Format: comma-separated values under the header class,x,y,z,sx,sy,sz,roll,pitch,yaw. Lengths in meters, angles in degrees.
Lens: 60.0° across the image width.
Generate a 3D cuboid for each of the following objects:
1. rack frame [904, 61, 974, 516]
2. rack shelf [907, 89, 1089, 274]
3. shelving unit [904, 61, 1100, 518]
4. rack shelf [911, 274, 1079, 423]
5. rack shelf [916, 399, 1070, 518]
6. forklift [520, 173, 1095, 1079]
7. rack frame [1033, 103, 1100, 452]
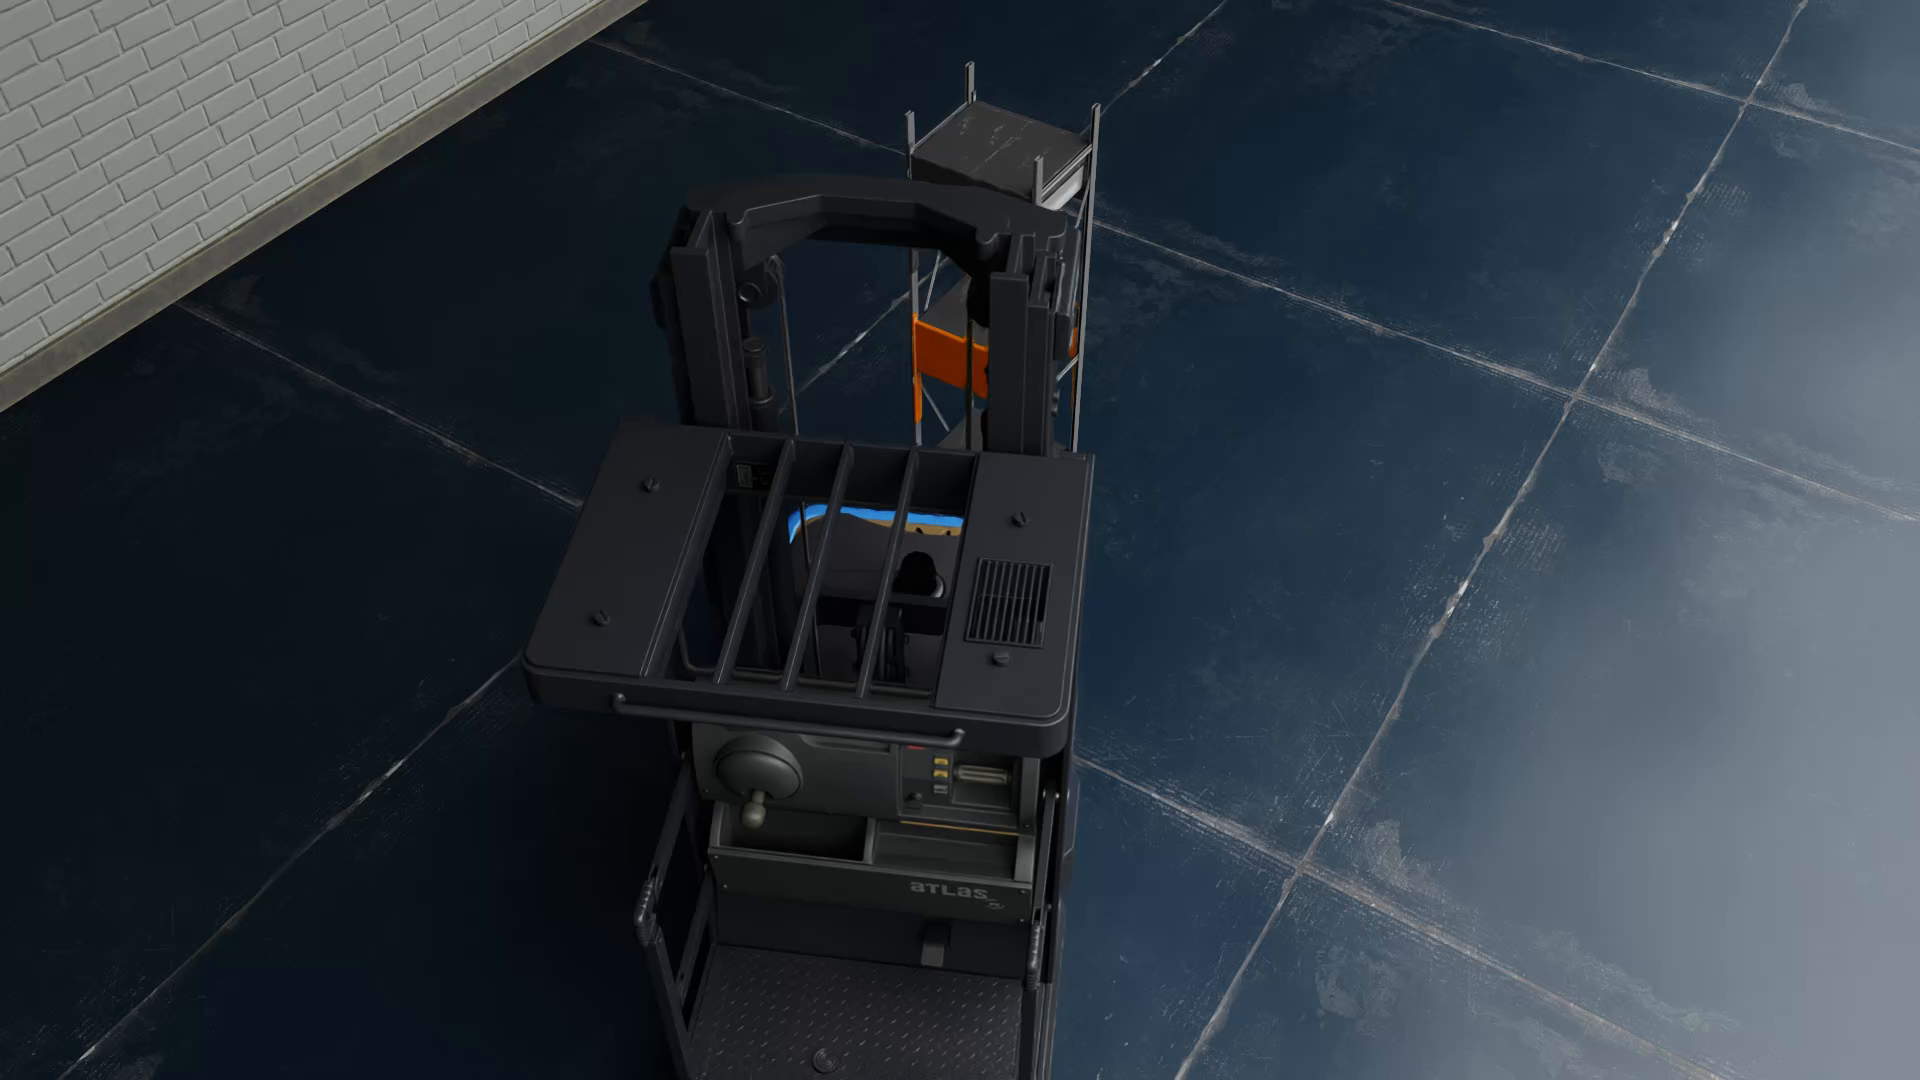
class,x,y,z,sx,sy,sz,roll,pitch,yaw
rack frame,-0.066,-0.762,6.248,0.015,2.100,0.400,25,51,22
rack shelf,0.139,-1.146,5.664,0.480,0.518,0.431,25,51,22
shelving unit,0.139,-0.668,6.157,0.503,2.100,0.431,25,51,22
rack shelf,0.139,-0.658,6.166,0.480,0.518,0.431,25,51,22
rack shelf,0.139,-0.170,6.668,0.480,0.518,0.431,25,51,22
forklift,-0.276,0.692,4.255,1.130,2.935,3.031,5,46,5
rack frame,0.345,-0.573,6.065,0.015,2.100,0.400,25,51,22
